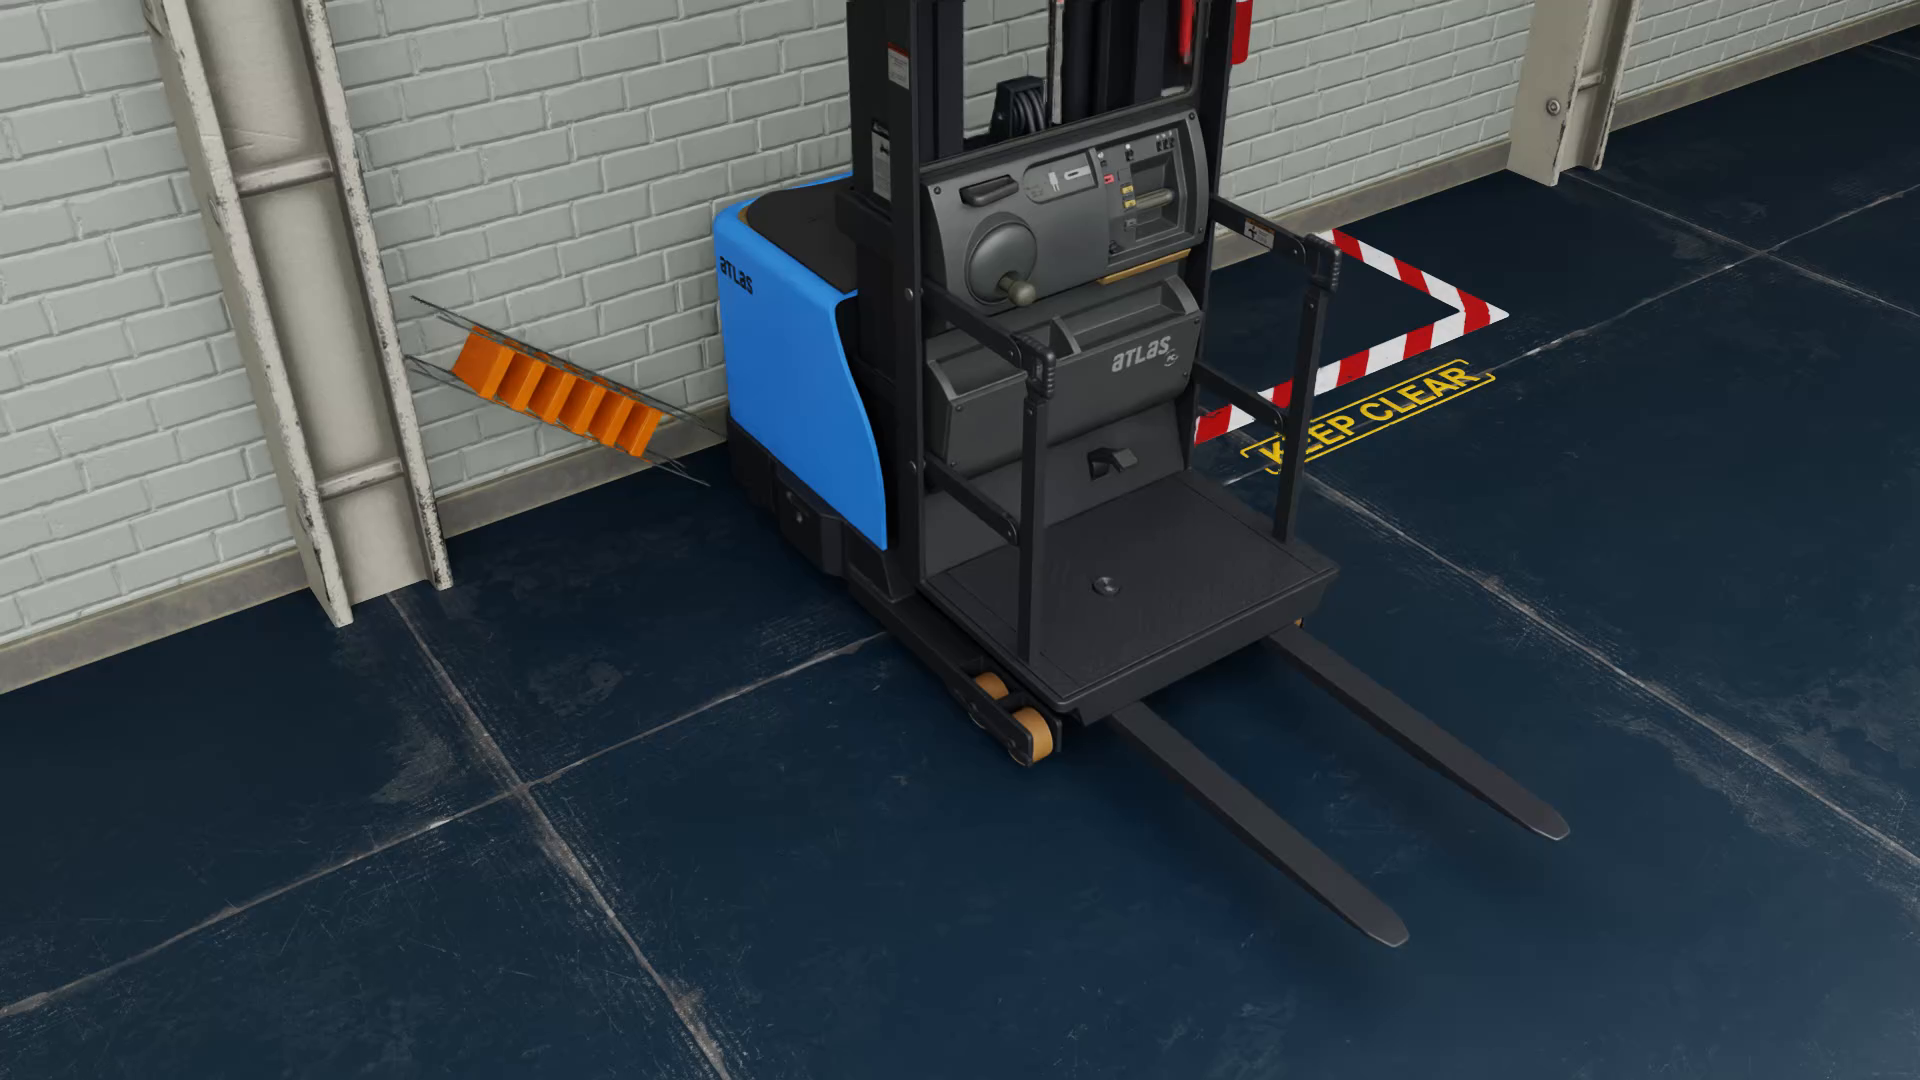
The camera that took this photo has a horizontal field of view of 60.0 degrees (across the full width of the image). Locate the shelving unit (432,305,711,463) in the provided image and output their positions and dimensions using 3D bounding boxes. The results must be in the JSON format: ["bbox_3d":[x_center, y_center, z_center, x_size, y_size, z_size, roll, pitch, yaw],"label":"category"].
[{"bbox_3d":[-1.321,-0.486,5.621,1.046,0.183,0.258,23,8,-44],"label":"shelving unit"}]

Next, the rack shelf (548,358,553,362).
[{"bbox_3d":[-1.384,-0.511,5.554,0.020,0.166,0.199,23,8,-44],"label":"rack shelf"}]

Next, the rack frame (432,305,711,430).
[{"bbox_3d":[-1.279,-0.565,5.612,1.046,0.002,0.228,23,8,-44],"label":"rack frame"}]

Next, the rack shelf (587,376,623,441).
[{"bbox_3d":[-1.231,-0.448,5.717,0.034,0.171,0.221,23,8,-44],"label":"rack shelf"}]

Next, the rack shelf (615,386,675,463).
[{"bbox_3d":[-1.134,-0.407,5.820,0.103,0.180,0.258,23,8,-44],"label":"rack shelf"}]

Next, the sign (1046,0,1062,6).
[{"bbox_3d":[10.361,-2.162,6.103,16.451,0.391,11.513,-22,41,-28],"label":"sign"}]

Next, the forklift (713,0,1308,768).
[{"bbox_3d":[0.439,-0.860,4.435,1.130,2.935,3.031,-23,41,-28],"label":"forklift"}]

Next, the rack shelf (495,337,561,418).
[{"bbox_3d":[-1.450,-0.539,5.484,0.103,0.180,0.258,23,8,-44],"label":"rack shelf"}]

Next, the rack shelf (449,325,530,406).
[{"bbox_3d":[-1.529,-0.571,5.400,0.103,0.180,0.258,23,8,-44],"label":"rack shelf"}]
